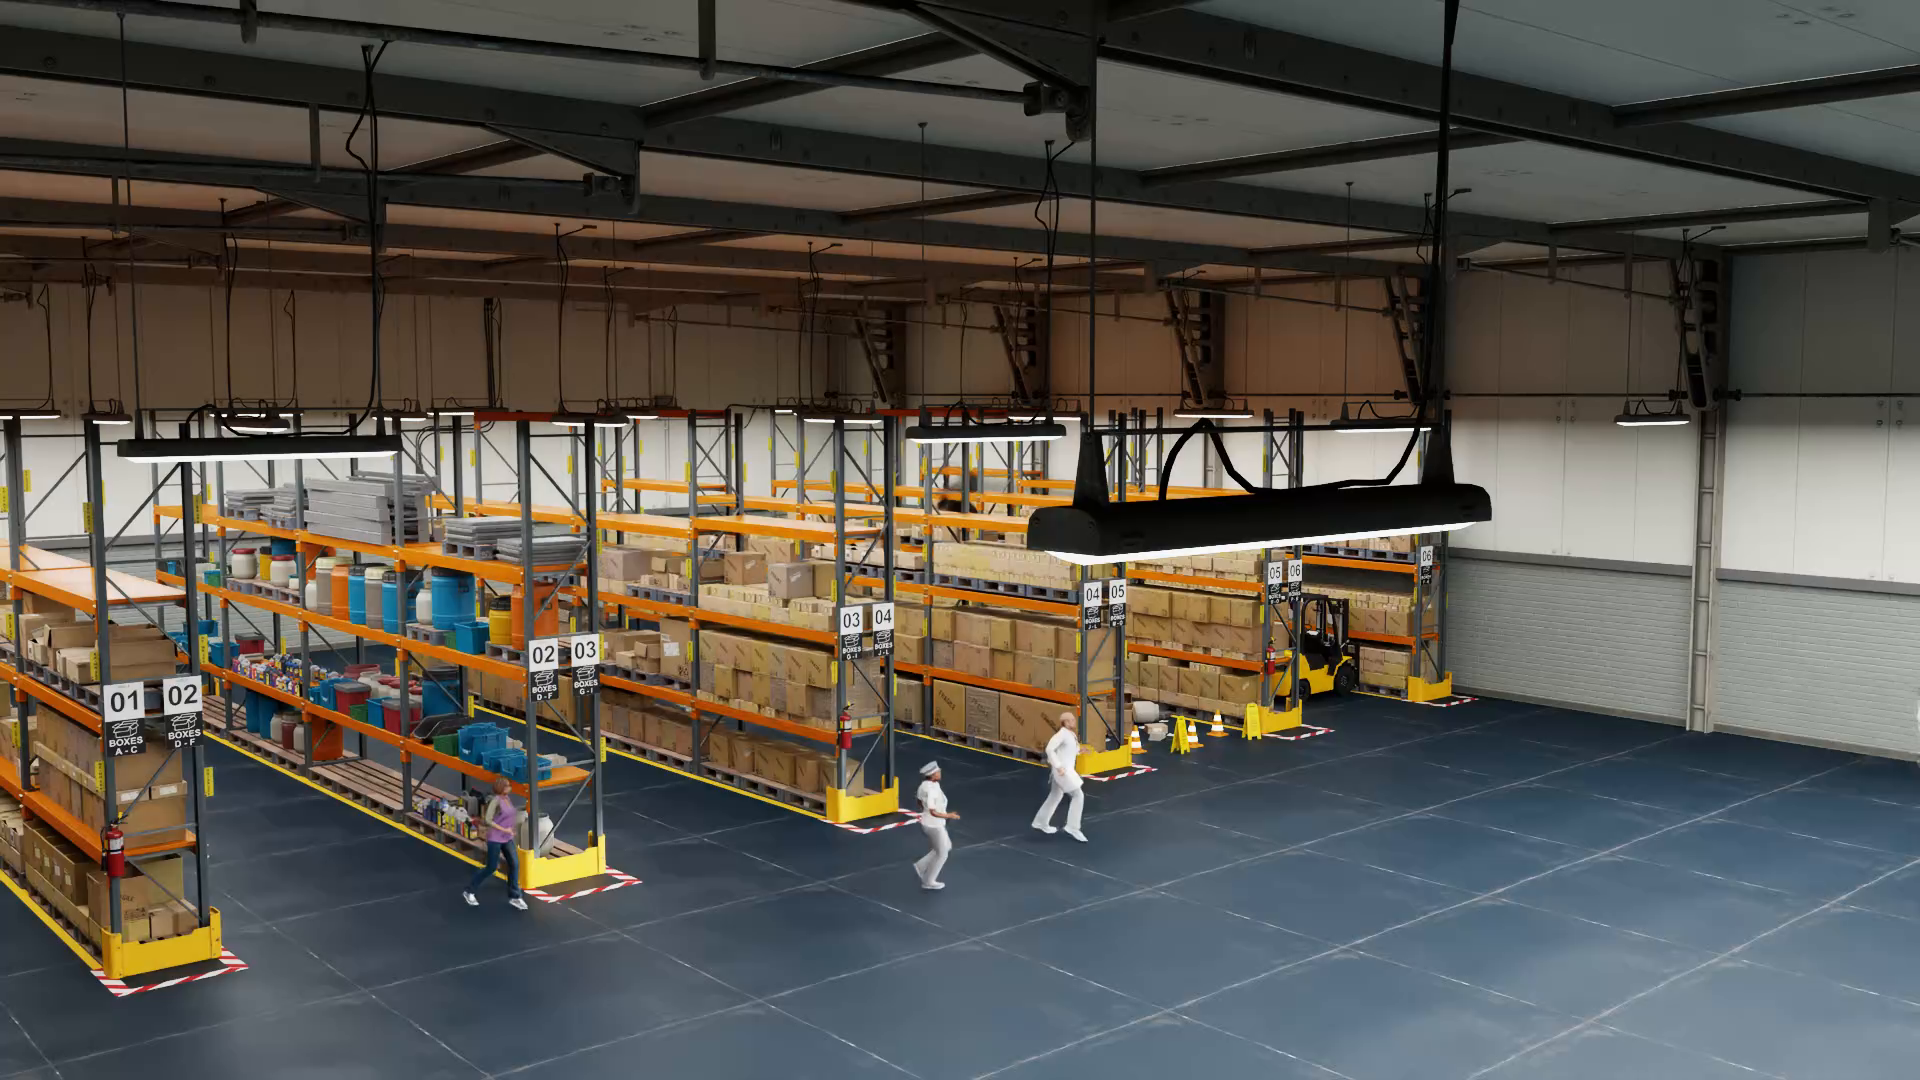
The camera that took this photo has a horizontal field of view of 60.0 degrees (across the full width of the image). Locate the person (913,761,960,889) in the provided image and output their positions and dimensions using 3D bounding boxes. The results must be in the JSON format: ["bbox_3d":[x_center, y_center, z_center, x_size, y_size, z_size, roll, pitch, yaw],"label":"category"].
[{"bbox_3d":[-0.301,3.634,21.269,0.568,1.654,0.570,-1,5,-11],"label":"person"}]

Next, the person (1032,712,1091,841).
[{"bbox_3d":[1.451,3.462,23.744,0.864,1.643,0.695,0,5,-1],"label":"person"}]

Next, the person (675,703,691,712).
[{"bbox_3d":[-5.460,2.589,33.153,0.738,1.719,0.531,4,6,37],"label":"person"}]

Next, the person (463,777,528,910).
[{"bbox_3d":[-5.669,3.728,20.554,0.834,1.587,0.611,1,5,16],"label":"person"}]
